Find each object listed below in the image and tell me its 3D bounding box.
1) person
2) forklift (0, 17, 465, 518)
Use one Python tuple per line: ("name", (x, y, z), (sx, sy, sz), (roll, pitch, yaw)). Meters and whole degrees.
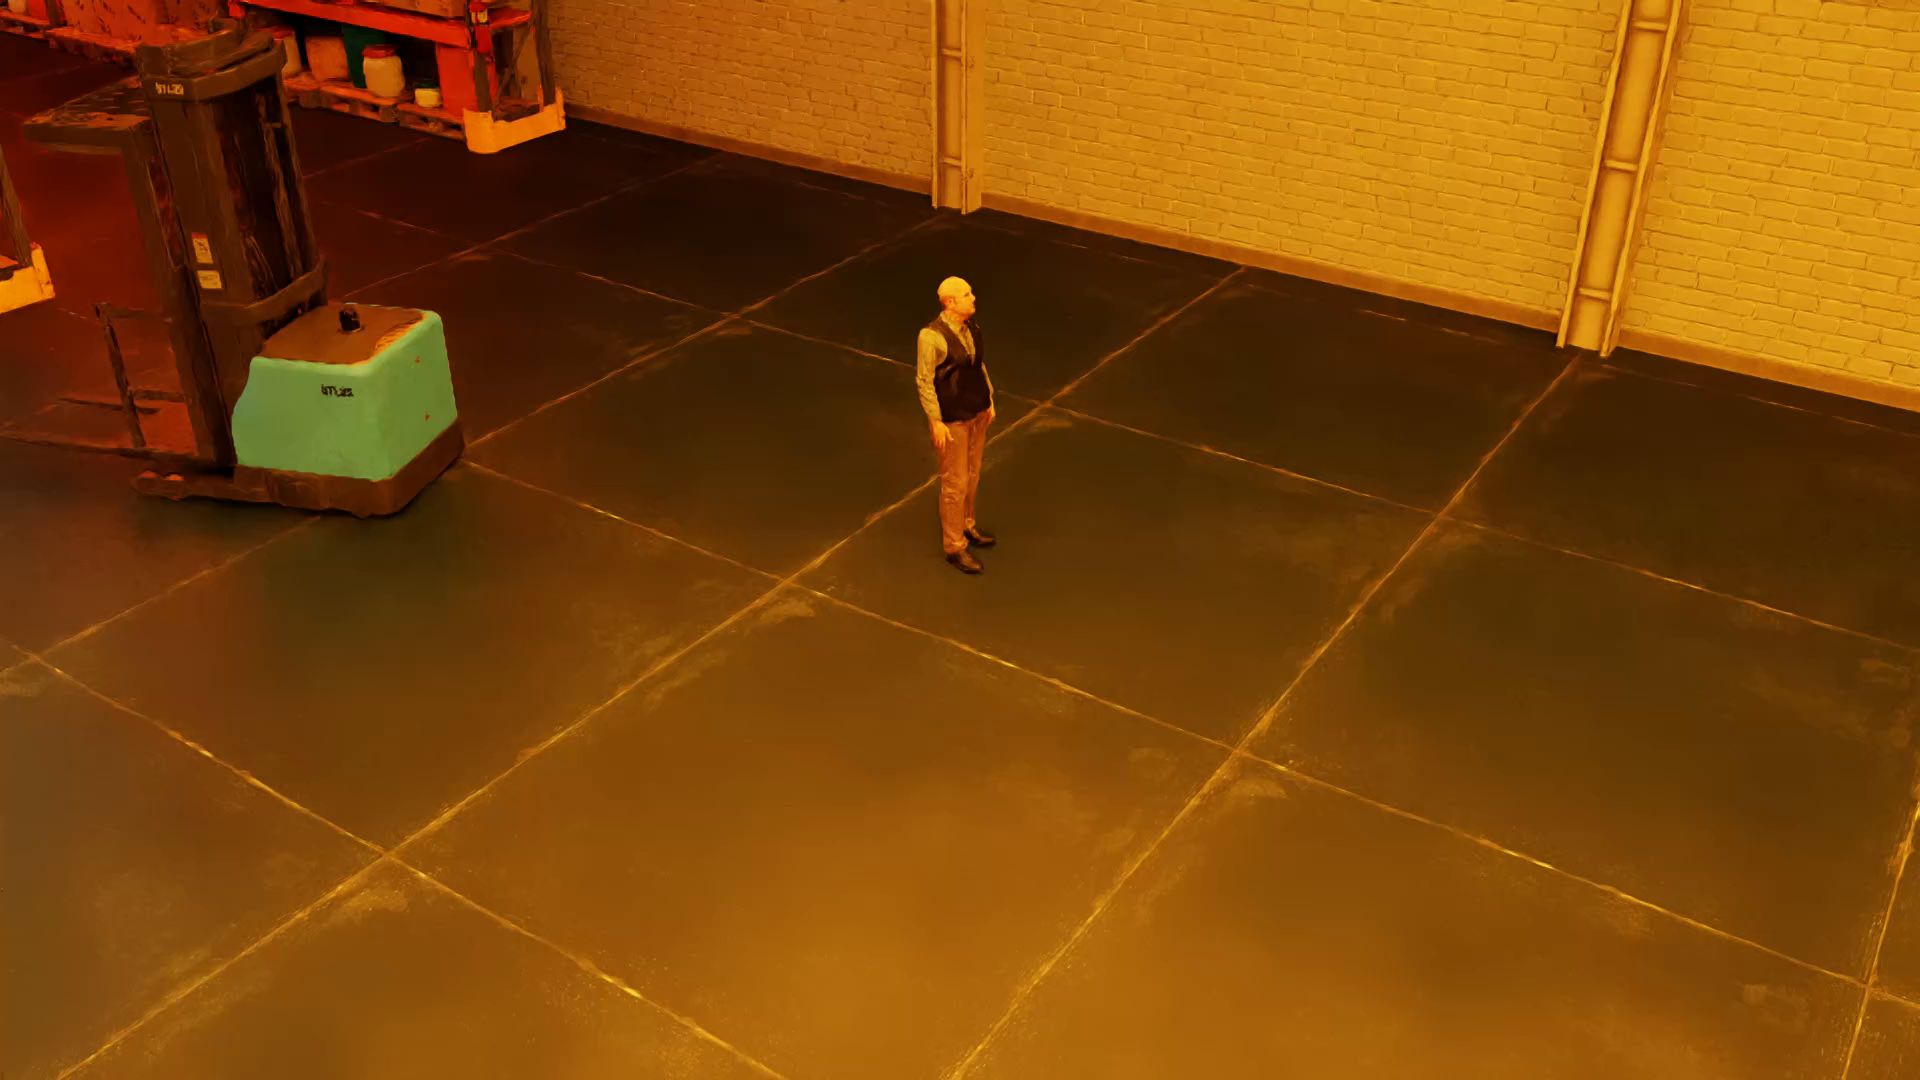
("person", (0.047, -0.730, 10.028), (0.567, 1.720, 0.632), (19, 35, 29))
("forklift", (-4.977, -1.784, 10.653), (3.031, 2.935, 1.130), (6, 31, 11))
